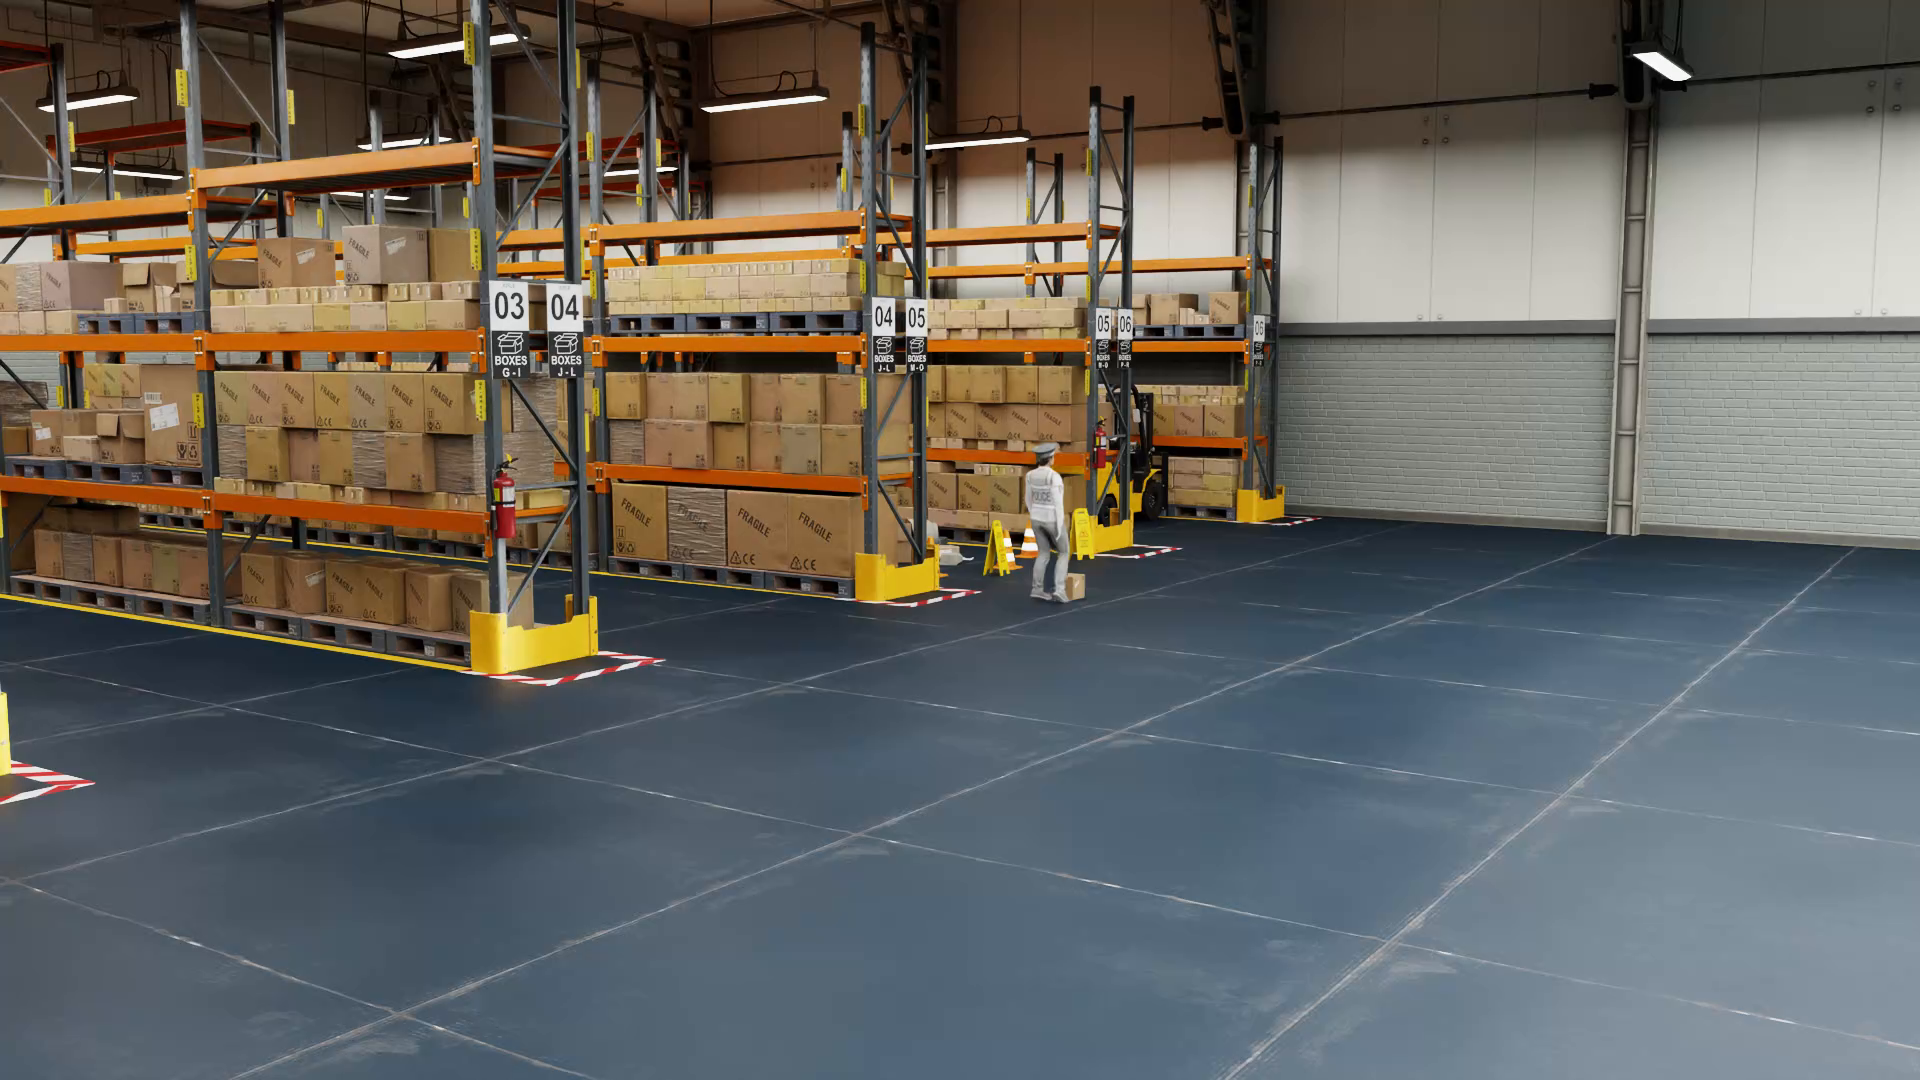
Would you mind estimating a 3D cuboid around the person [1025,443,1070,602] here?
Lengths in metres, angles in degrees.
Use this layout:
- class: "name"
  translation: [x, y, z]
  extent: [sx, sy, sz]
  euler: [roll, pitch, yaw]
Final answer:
- class: "person"
  translation: [0.938, -0.150, 17.460]
  extent: [0.531, 1.753, 0.534]
  euler: [5, 8, 39]
